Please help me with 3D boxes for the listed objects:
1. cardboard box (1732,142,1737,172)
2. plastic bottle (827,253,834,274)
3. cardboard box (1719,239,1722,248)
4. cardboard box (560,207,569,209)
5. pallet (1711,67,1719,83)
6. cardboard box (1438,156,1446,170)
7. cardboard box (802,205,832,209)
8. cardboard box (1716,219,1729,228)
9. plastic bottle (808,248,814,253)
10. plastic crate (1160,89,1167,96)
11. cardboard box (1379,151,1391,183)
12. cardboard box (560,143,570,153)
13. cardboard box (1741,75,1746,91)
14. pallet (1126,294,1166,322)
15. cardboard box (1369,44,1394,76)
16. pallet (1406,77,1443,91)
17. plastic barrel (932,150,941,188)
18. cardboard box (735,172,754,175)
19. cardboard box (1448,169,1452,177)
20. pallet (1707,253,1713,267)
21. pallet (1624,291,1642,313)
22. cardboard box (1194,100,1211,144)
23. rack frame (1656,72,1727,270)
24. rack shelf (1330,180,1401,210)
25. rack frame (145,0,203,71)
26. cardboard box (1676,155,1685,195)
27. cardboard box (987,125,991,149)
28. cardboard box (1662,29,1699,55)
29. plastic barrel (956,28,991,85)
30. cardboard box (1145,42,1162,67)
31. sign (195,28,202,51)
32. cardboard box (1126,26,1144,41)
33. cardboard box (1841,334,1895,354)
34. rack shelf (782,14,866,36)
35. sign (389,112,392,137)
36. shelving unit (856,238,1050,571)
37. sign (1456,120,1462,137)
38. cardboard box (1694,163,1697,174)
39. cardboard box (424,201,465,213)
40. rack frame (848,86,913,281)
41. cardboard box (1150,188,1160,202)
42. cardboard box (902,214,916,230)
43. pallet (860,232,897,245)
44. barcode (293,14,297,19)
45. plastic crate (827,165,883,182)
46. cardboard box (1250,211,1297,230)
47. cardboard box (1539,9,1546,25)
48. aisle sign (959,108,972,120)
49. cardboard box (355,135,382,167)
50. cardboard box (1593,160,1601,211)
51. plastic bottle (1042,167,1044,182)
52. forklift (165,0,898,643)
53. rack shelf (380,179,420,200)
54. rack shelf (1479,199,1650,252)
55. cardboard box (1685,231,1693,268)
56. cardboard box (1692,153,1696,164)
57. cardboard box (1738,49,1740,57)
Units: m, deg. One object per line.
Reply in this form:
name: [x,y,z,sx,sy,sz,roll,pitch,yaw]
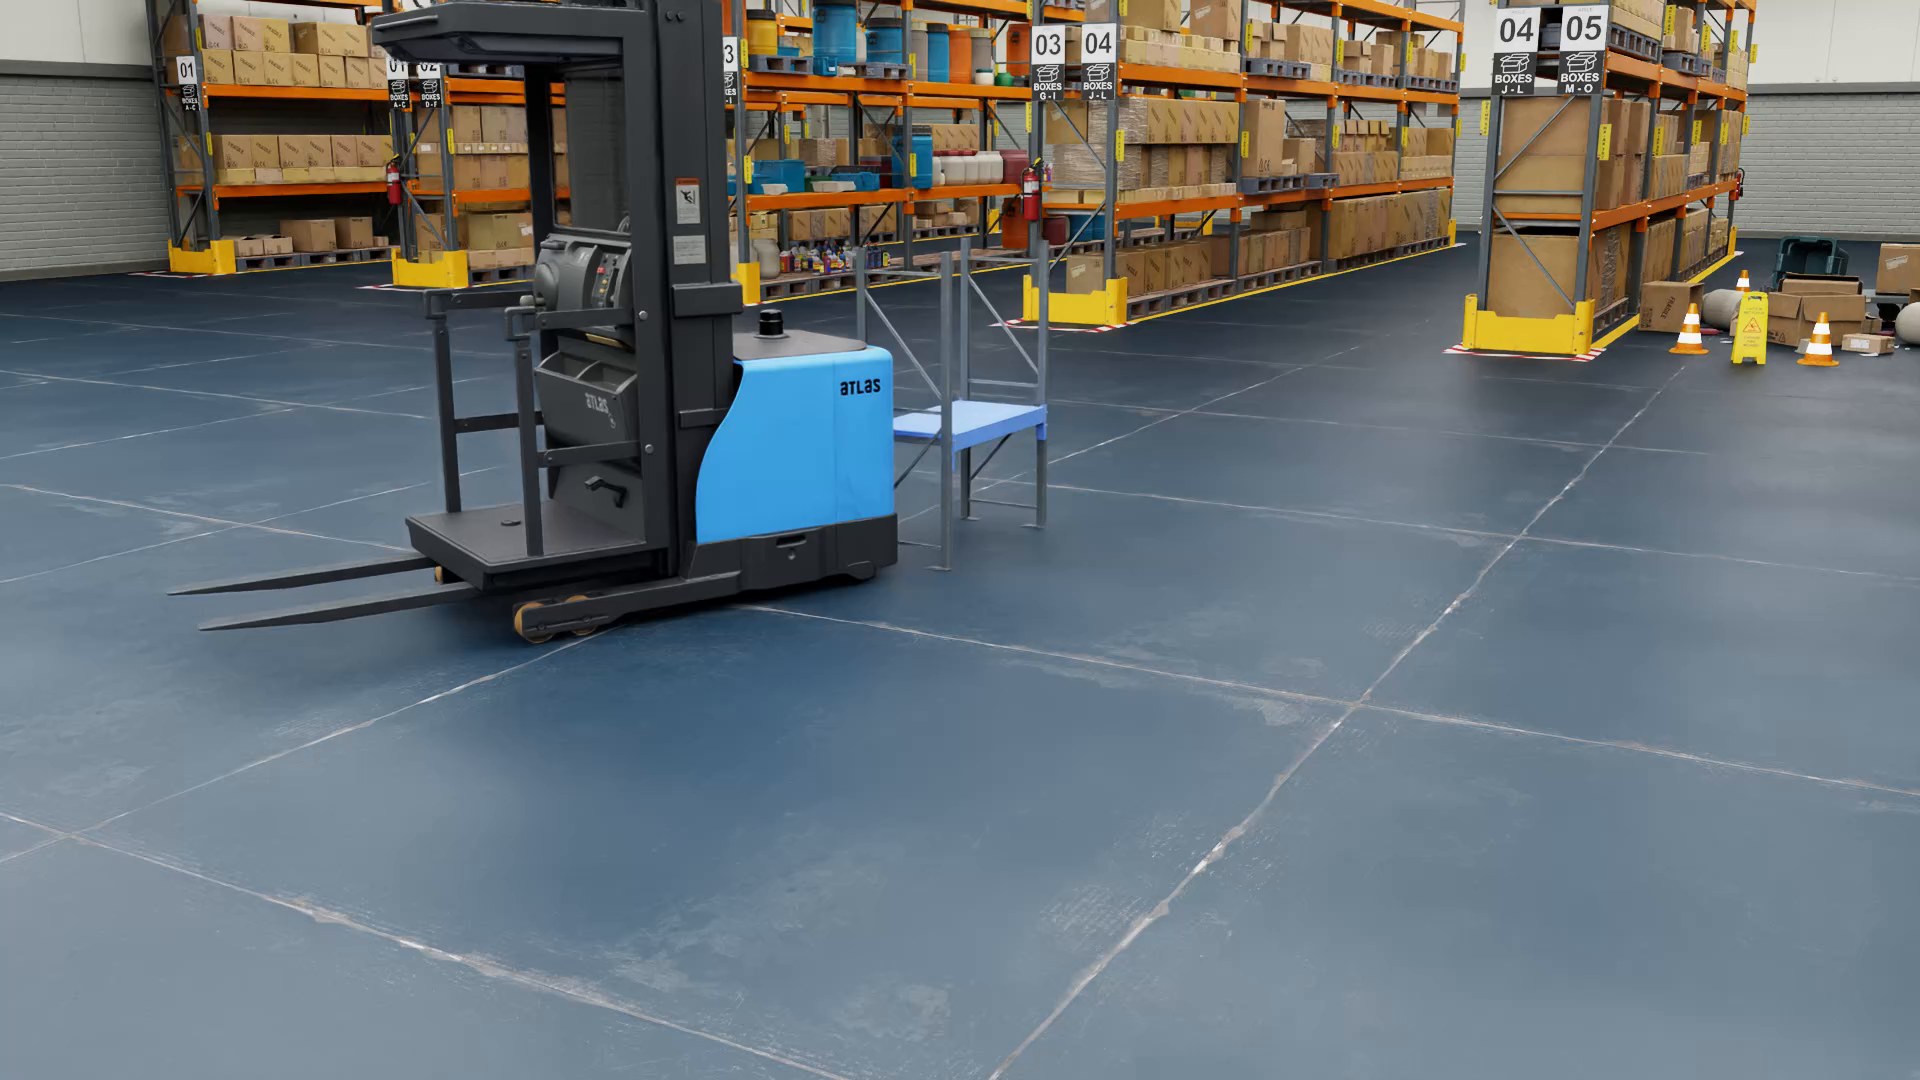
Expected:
cardboard box: [13.036,-6.578,28.570,0.500,0.500,0.500,7,15,27]
plastic bottle: [-1.768,-3.767,22.641,0.097,0.271,0.097,0,14,0]
cardboard box: [12.794,-5.078,28.382,0.380,0.149,0.250,7,15,26]
cardboard box: [-6.216,-4.924,25.928,0.500,0.500,0.500,7,15,28]
pallet: [10.457,-6.830,24.463,1.213,0.211,1.003,7,15,28]
cardboard box: [8.740,-7.032,30.988,0.500,0.250,0.500,7,15,27]
cardboard box: [-2.788,-6.480,31.806,0.500,0.250,0.500,7,15,27]
cardboard box: [13.061,-5.469,28.735,0.380,0.149,0.250,7,15,27]
plastic bottle: [-2.110,-4.000,23.582,0.061,0.283,0.133,8,16,31]
plastic crate: [3.870,-8.633,32.105,0.437,0.136,0.530,7,15,28]
cardboard box: [6.822,-6.194,27.613,0.500,0.500,0.500,8,16,30]
cardboard box: [-6.042,-5.879,24.920,0.380,0.149,0.250,8,16,30]
cardboard box: [13.052,-7.768,28.273,0.500,0.250,0.500,7,15,28]
pallet: [1.714,-2.734,19.423,1.003,0.211,1.213,7,15,28]
cardboard box: [6.783,-7.964,27.658,0.700,0.500,0.500,8,16,29]
pallet: [8.050,-8.204,29.954,1.003,0.211,1.213,7,15,28]
plastic barrel: [-0.494,-5.531,24.784,0.433,0.535,0.433,0,14,0]
cardboard box: [-3.742,-6.338,28.958,0.380,0.149,0.250,7,15,28]
cardboard box: [9.104,-6.961,31.545,0.380,0.149,0.250,8,16,29]
pallet: [11.641,-4.577,27.067,1.003,0.211,1.213,7,15,28]
pallet: [7.787,-2.960,20.363,1.003,0.211,1.213,7,15,28]
cardboard box: [2.727,-5.083,20.234,0.500,0.500,0.500,7,15,28]
rack frame: [11.347,-5.791,26.152,1.000,3.000,0.127,7,15,28]
rack shelf: [6.087,-5.613,26.952,1.077,0.370,4.000,7,15,28]
rack frame: [-11.755,-8.511,24.638,1.000,3.000,0.127,7,15,28]
cardboard box: [9.189,-4.794,21.803,0.500,0.500,0.500,7,15,28]
cardboard box: [0.343,-8.729,35.995,0.500,0.500,0.500,7,15,28]
cardboard box: [9.171,-6.389,21.316,0.500,0.311,0.500,7,15,28]
plastic barrel: [0.198,-7.672,26.486,0.600,0.901,0.600,0,14,0]
cardboard box: [1.956,-5.473,18.754,0.500,0.250,0.500,7,15,27]
sign: [-11.280,-7.417,24.632,0.100,0.325,0.005,7,15,28]
cardboard box: [1.799,-5.563,18.277,0.380,0.149,0.250,8,16,29]
cardboard box: [8.793,-1.900,16.098,0.250,0.149,0.380,-8,16,-30]
rack shelf: [-2.583,-9.458,30.954,1.077,0.370,4.000,7,15,28]
sign: [-7.885,-5.777,23.119,0.100,0.325,0.005,7,15,28]
shelving unit: [-0.016,-0.716,8.302,0.538,1.500,1.048,7,15,28]
sign: [9.456,-7.808,31.543,0.100,0.325,0.005,7,15,28]
cardboard box: [10.573,-5.446,24.364,0.380,0.149,0.250,7,15,26]
cardboard box: [-9.270,-6.022,29.909,0.500,0.250,0.500,7,15,27]
rack frame: [-1.149,-5.293,24.089,1.000,3.000,0.127,7,15,28]
cardboard box: [2.101,-4.023,19.359,0.380,0.149,0.250,7,15,28]
cardboard box: [-1.224,-6.465,33.747,0.500,0.311,0.500,7,15,28]
pallet: [-1.976,-5.970,32.845,1.003,0.211,1.213,7,15,28]
barcode: [-10.870,-8.561,27.190,0.001,0.075,0.075,7,15,28]
plastic crate: [-1.513,-5.170,23.710,0.767,0.338,0.504,7,15,28]
cardboard box: [4.575,-4.665,24.278,0.500,0.250,0.500,9,16,34]
cardboard box: [5.410,-5.024,15.999,0.380,0.149,0.250,7,15,28]
aisle sign: [0.094,-9.628,36.523,0.394,0.787,0.004,7,15,28]
cardboard box: [-10.016,-6.482,27.697,0.500,0.500,0.500,7,15,28]
cardboard box: [5.933,-3.598,16.738,0.875,0.550,0.550,7,15,28]
plastic bottle: [1.357,-6.124,27.810,0.097,0.271,0.097,0,14,0]
forklift: [-1.790,-1.143,7.022,3.031,2.935,1.130,-9,16,-34]
rack shelf: [-8.855,-6.476,30.531,1.077,0.370,4.000,7,15,28]
rack shelf: [6.513,-3.389,17.727,1.077,0.370,4.000,7,15,28]
cardboard box: [10.219,-4.179,23.904,0.500,0.500,0.500,8,15,29]
cardboard box: [10.444,-5.537,24.107,0.380,0.149,0.250,7,15,28]
cardboard box: [12.731,-8.073,27.621,0.380,0.149,0.250,8,16,29]
